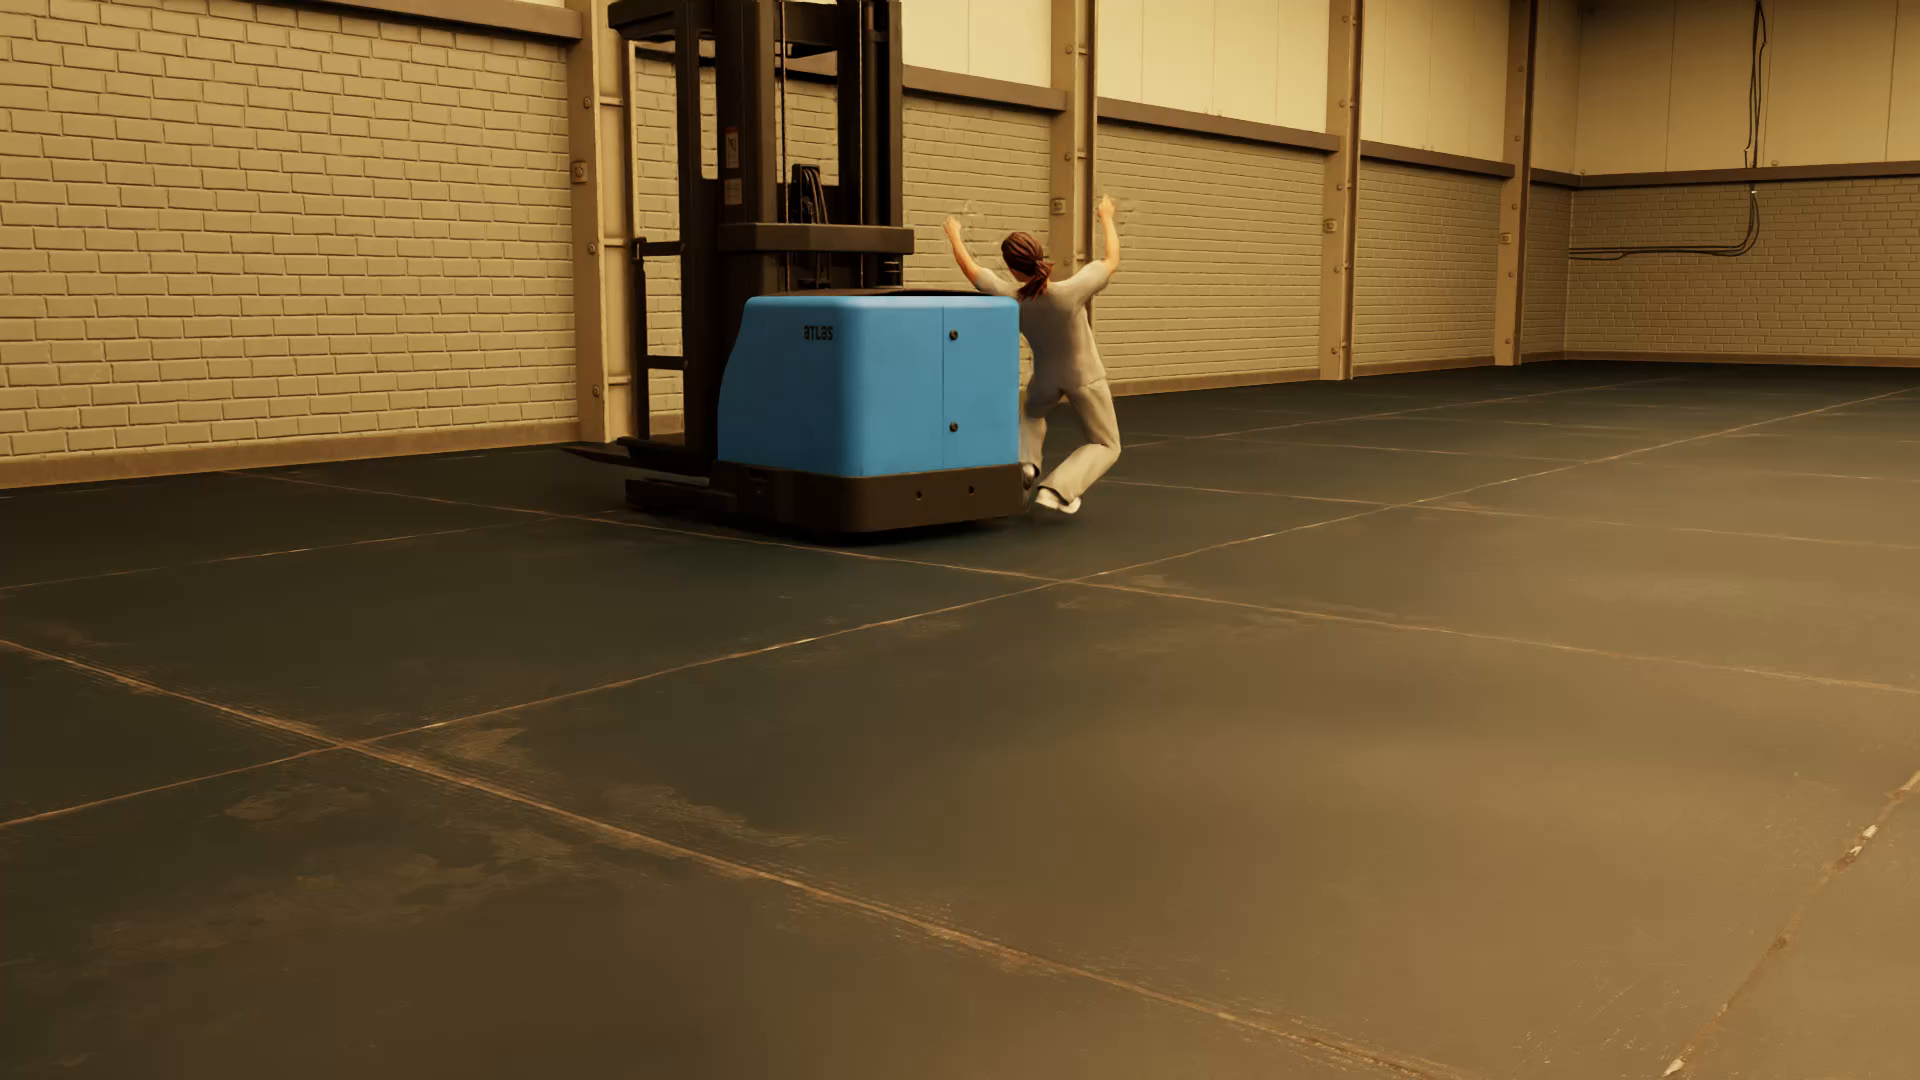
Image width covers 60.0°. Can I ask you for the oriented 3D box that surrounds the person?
[{"bbox_3d":[0.339,-0.886,8.099,0.914,1.562,0.763,5,9,28],"label":"person"}]

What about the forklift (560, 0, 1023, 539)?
[{"bbox_3d":[-1.045,-1.619,8.346,1.130,2.935,3.031,-7,11,-40],"label":"forklift"}]
